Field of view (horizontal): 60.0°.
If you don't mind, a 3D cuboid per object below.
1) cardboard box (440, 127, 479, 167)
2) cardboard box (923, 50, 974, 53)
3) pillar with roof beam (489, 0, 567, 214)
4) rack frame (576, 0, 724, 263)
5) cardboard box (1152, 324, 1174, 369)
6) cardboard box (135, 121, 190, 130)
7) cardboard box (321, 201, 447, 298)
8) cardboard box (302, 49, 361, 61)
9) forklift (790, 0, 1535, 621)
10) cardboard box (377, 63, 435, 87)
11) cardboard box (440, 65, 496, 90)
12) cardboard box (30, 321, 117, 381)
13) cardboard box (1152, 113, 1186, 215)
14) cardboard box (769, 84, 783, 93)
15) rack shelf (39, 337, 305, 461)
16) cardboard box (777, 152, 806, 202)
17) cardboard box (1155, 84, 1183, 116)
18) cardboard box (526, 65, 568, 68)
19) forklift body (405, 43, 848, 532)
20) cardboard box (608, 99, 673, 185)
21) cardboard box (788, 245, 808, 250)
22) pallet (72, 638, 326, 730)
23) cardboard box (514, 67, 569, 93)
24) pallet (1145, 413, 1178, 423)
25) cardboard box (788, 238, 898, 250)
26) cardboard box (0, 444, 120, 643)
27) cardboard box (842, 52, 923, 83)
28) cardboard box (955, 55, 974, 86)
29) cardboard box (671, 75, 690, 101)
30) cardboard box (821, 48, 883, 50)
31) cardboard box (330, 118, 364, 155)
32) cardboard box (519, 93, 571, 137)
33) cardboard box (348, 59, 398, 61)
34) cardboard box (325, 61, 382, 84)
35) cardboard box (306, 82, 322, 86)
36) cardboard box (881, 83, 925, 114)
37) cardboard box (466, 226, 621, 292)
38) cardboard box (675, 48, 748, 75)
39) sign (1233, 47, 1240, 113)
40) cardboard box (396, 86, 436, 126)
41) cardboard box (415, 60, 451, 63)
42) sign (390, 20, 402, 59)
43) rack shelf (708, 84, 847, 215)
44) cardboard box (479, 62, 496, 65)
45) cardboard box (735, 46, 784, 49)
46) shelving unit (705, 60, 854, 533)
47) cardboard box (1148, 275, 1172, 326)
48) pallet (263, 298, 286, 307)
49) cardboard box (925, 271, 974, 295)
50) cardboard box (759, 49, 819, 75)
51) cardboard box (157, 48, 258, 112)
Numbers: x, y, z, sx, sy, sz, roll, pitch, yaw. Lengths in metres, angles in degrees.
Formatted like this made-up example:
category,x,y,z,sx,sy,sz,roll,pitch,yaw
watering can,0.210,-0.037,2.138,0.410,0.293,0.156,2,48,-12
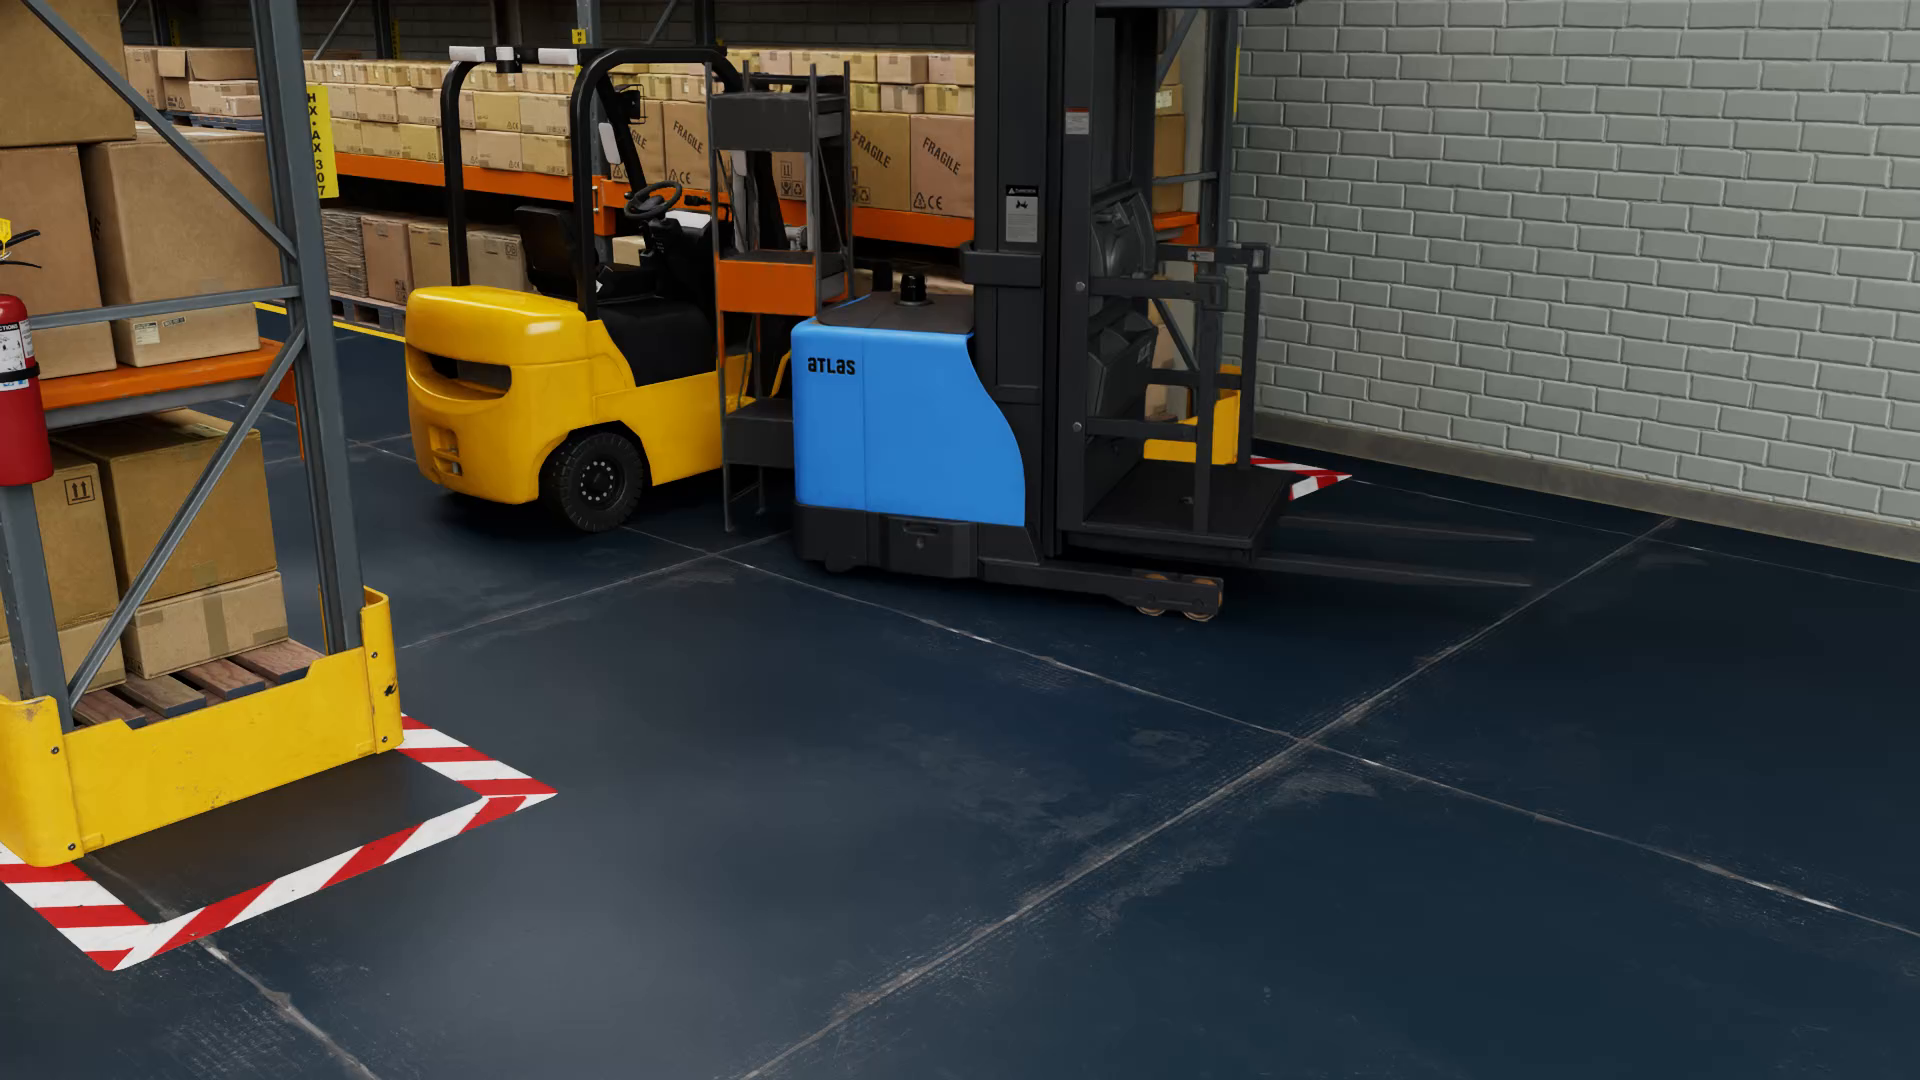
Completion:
category,x,y,z,sx,sy,sz,roll,pitch,yaw
cardboard box,-3.256,-2.752,11.573,0.500,0.250,0.500,15,23,40
cardboard box,0.007,-2.672,9.342,0.250,0.149,0.380,14,23,38
pillar with roof beam,-6.251,-5.206,9.139,0.400,9.000,9.100,15,23,39
rack frame,-1.975,-2.575,10.767,0.127,3.000,1.000,15,23,39
cardboard box,0.803,-1.041,8.959,0.500,0.250,0.500,16,23,40
cardboard box,-2.835,-1.099,5.459,0.500,0.500,0.500,16,24,41
cardboard box,-4.509,-2.318,13.189,0.625,0.625,0.875,16,24,41
cardboard box,-5.248,-3.765,13.657,0.500,0.500,0.500,16,24,42
forklift,0.854,-1.256,6.723,3.031,2.935,1.130,6,19,18
cardboard box,-3.951,-3.348,11.964,0.250,0.149,0.380,16,23,40
cardboard box,-3.353,-3.200,11.499,0.250,0.149,0.380,15,23,40
cardboard box,-2.697,-0.555,4.818,0.250,0.149,0.380,16,24,41
cardboard box,0.831,-1.982,8.733,0.500,0.500,0.500,16,24,41
cardboard box,-0.973,-2.545,9.435,0.250,0.149,0.380,14,22,38
rack shelf,-3.771,-0.707,6.070,4.000,0.370,1.077,15,23,39
cardboard box,-0.674,-2.167,9.315,0.500,0.500,0.500,15,23,40
cardboard box,0.935,-2.256,8.523,0.250,0.149,0.380,14,23,38
cardboard box,-2.822,-3.270,11.718,0.250,0.149,0.380,15,23,39
forklift body,-1.612,-1.336,8.264,1.214,2.155,2.313,15,23,39
cardboard box,-1.816,-2.475,10.285,0.500,0.500,0.500,14,22,38
cardboard box,-1.066,-1.571,9.802,0.500,0.250,0.500,16,24,41
pallet,-2.916,0.494,5.705,1.213,0.211,1.003,15,23,39
cardboard box,-2.731,-3.059,11.055,0.250,0.149,0.380,15,23,39
pallet,0.417,-0.587,9.113,1.213,0.211,1.003,15,23,39
cardboard box,-0.720,-1.683,10.156,0.500,0.250,0.500,15,23,40
cardboard box,-3.047,0.003,5.256,0.500,0.500,0.500,15,23,40
cardboard box,-0.412,-2.529,8.891,0.250,0.149,0.380,16,23,40
cardboard box,0.190,-2.384,8.435,0.250,0.149,0.380,16,23,40
cardboard box,-1.503,-2.711,9.957,0.250,0.149,0.380,15,23,39
cardboard box,-0.599,-2.814,9.789,0.250,0.149,0.380,15,23,39
cardboard box,-4.424,-3.060,12.544,0.500,0.250,0.500,14,23,38
cardboard box,-2.512,-2.783,10.843,0.500,0.250,0.500,14,23,38
cardboard box,-4.589,-3.716,13.123,0.250,0.149,0.380,16,24,41
cardboard box,-4.514,-3.505,12.461,0.250,0.149,0.380,16,24,41
cardboard box,-4.814,-3.395,12.772,0.500,0.250,0.500,15,23,39
cardboard box,-0.202,-2.341,8.792,0.250,0.149,0.380,14,22,38
cardboard box,-2.948,-1.903,11.882,0.625,0.625,0.875,15,23,39
cardboard box,-1.481,-2.862,9.940,0.250,0.149,0.380,14,23,38
sign,1.390,-2.347,8.486,0.005,0.325,0.100,15,23,39
cardboard box,-3.645,-3.094,11.823,0.500,0.250,0.500,15,23,40
cardboard box,-3.936,-3.589,12.725,0.250,0.149,0.380,14,23,38
sign,-4.601,-4.057,13.521,0.005,0.325,0.100,15,23,39
rack shelf,-0.786,-1.721,7.295,0.480,0.518,0.431,6,19,18
cardboard box,-3.428,-3.412,12.166,0.250,0.149,0.380,16,24,41
cardboard box,-1.169,-2.968,10.276,0.250,0.149,0.380,15,23,39
shelving unit,-0.786,-1.067,7.502,0.503,2.100,0.431,6,19,18
cardboard box,0.783,-1.278,8.877,0.500,0.250,0.500,15,23,38
pallet,-5.500,-2.208,14.219,1.213,0.211,1.003,15,23,39
cardboard box,0.080,-1.261,8.826,0.500,0.250,0.500,16,23,40
cardboard box,-0.917,-2.702,9.438,0.250,0.149,0.380,15,23,39
cardboard box,-6.310,-3.914,14.120,0.637,0.503,0.797,14,23,38
